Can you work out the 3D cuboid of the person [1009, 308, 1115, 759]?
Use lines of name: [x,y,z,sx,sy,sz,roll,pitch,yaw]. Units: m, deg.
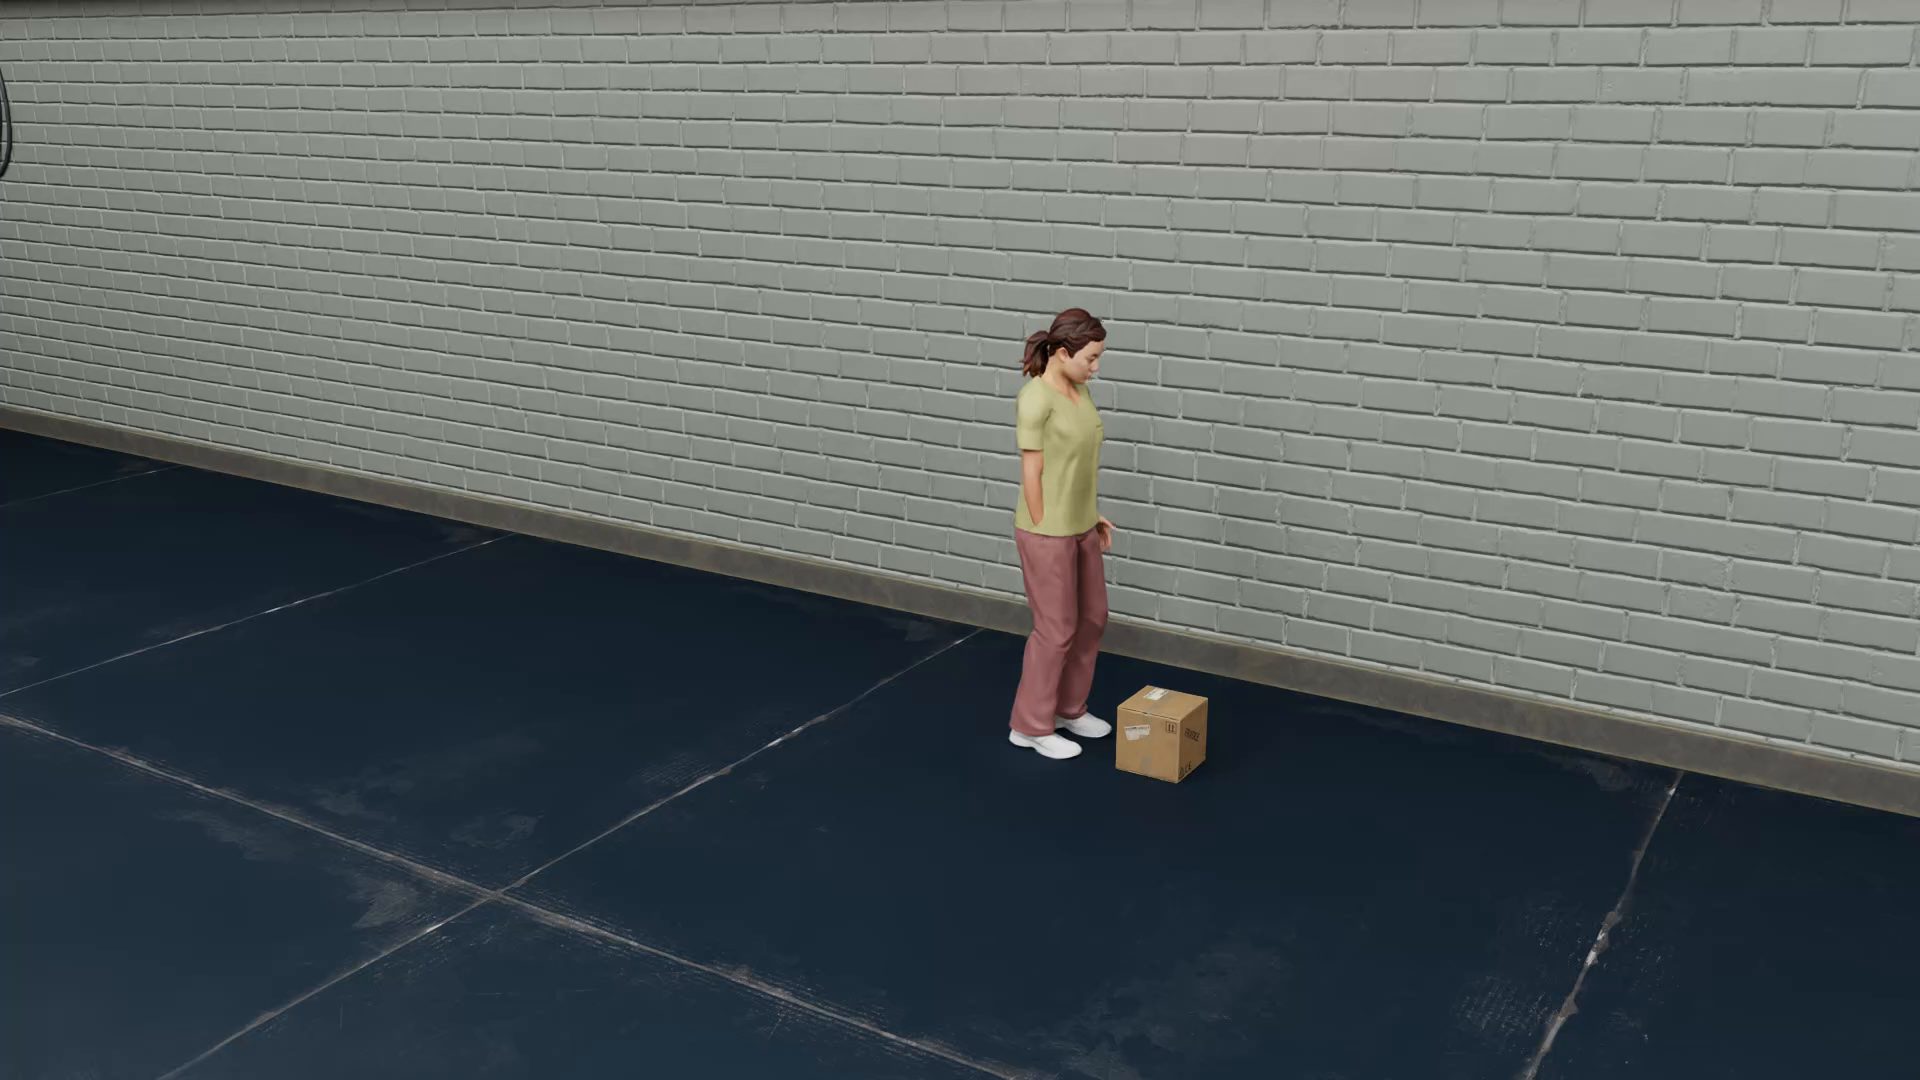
person: [0.378,-0.036,6.194,0.361,1.667,0.452,10,19,31]
